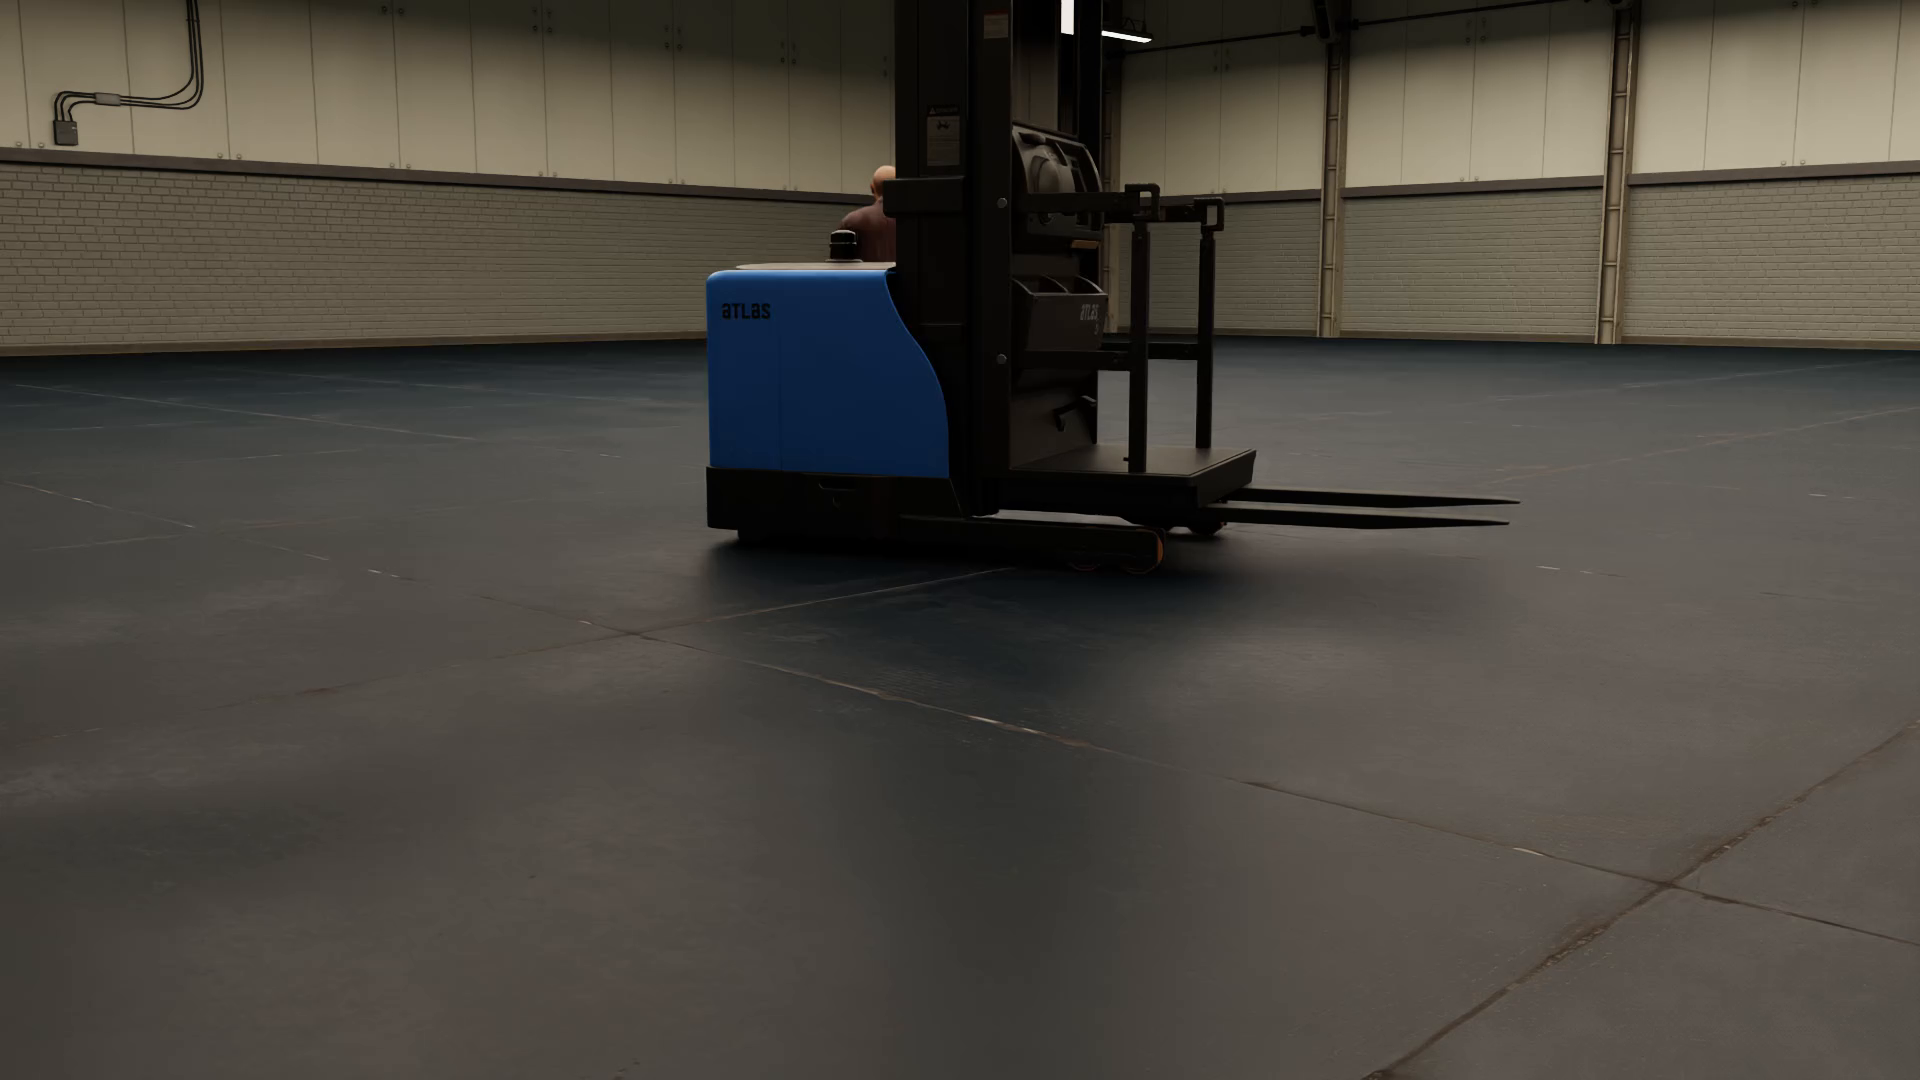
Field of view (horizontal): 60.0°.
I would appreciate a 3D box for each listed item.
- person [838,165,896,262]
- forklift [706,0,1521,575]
[{"bbox_3d":[-0.468,-1.418,10.409,0.708,1.809,0.533,0,9,-1],"label":"person"},{"bbox_3d":[0.565,-1.416,6.275,3.031,2.935,1.130,3,9,22],"label":"forklift"}]
